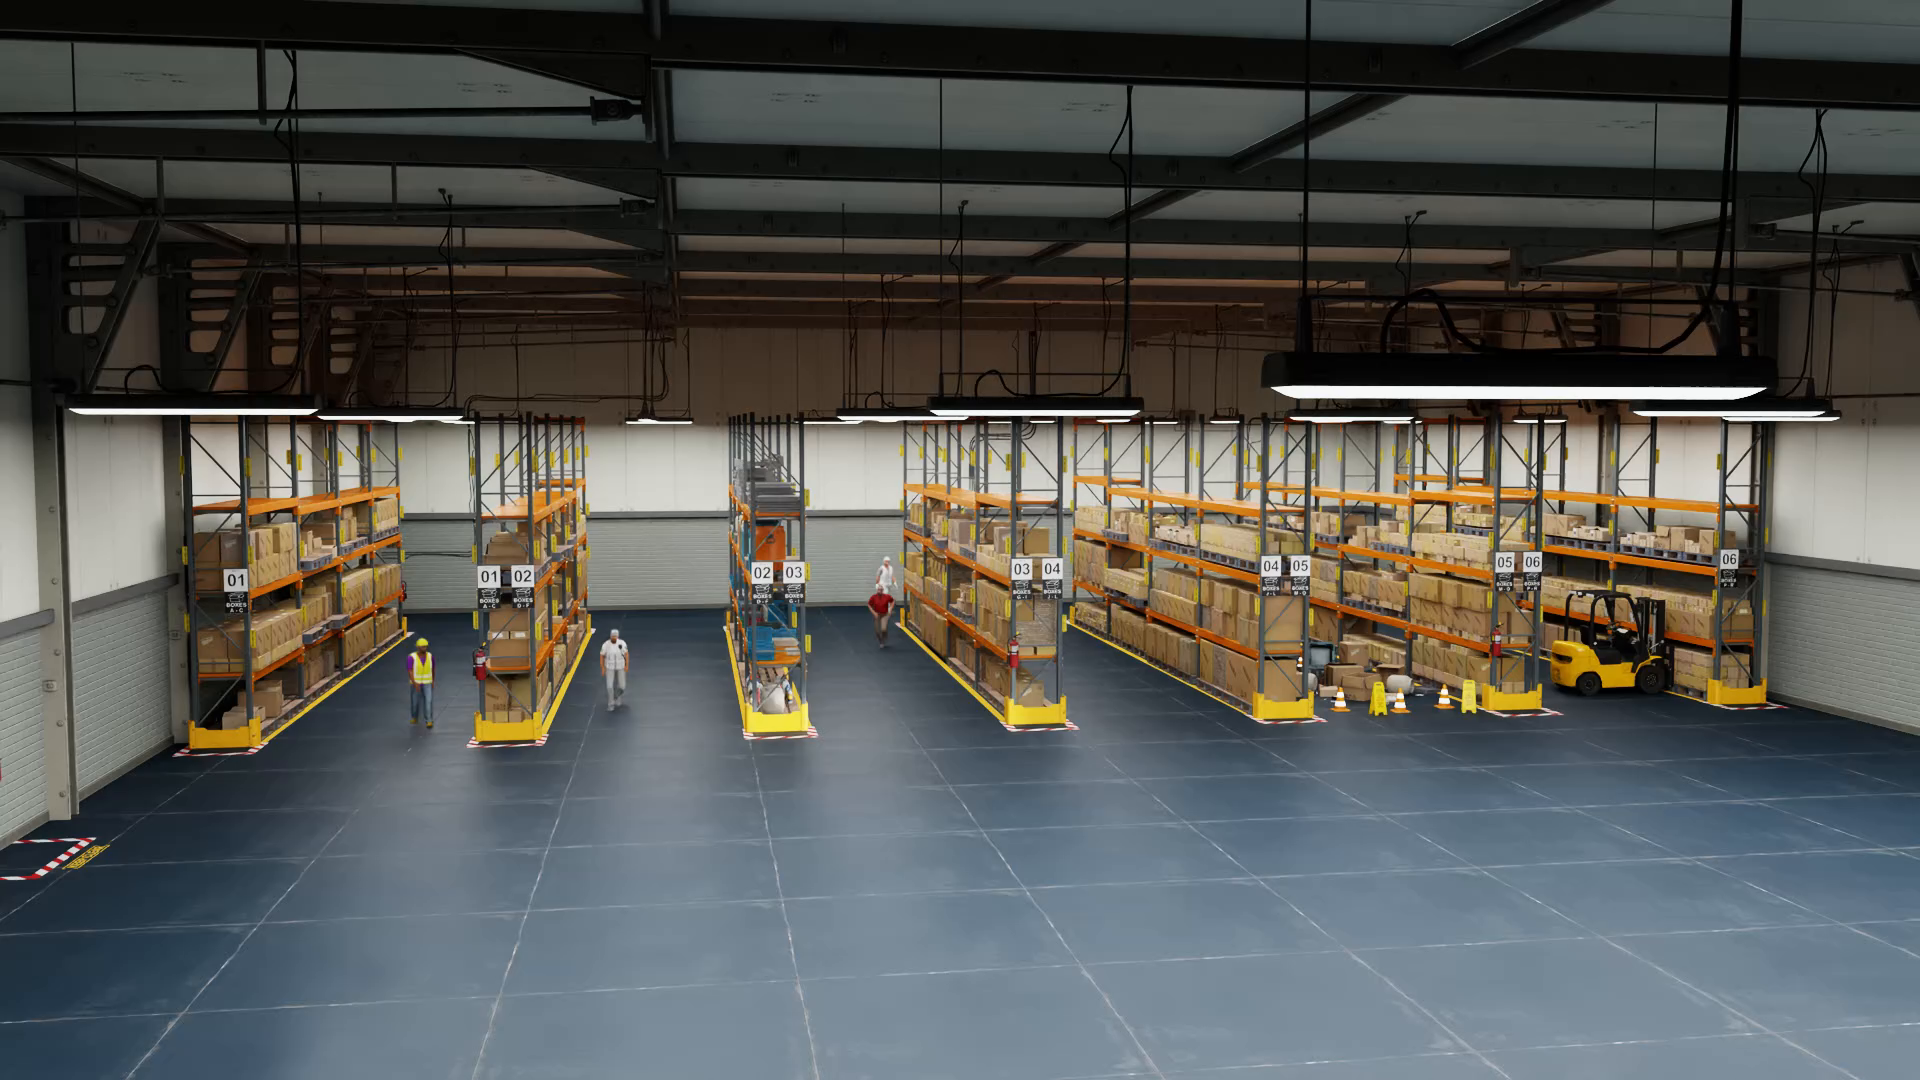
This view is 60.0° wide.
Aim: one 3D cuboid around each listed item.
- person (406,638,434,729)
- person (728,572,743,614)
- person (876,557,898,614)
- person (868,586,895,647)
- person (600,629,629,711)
[{"bbox_3d":[-10.216,2.721,31.584,0.547,1.690,1.105,-2,4,-28],"label":"person"},{"bbox_3d":[-6.553,1.509,50.135,1.031,1.600,0.440,1,4,15],"label":"person"},{"bbox_3d":[-2.240,1.369,50.906,0.548,1.719,1.102,-4,5,-43],"label":"person"},{"bbox_3d":[-2.035,1.983,43.032,0.664,1.641,0.741,0,4,7],"label":"person"},{"bbox_3d":[-7.025,2.617,33.805,0.571,1.647,0.555,-1,4,-13],"label":"person"}]
